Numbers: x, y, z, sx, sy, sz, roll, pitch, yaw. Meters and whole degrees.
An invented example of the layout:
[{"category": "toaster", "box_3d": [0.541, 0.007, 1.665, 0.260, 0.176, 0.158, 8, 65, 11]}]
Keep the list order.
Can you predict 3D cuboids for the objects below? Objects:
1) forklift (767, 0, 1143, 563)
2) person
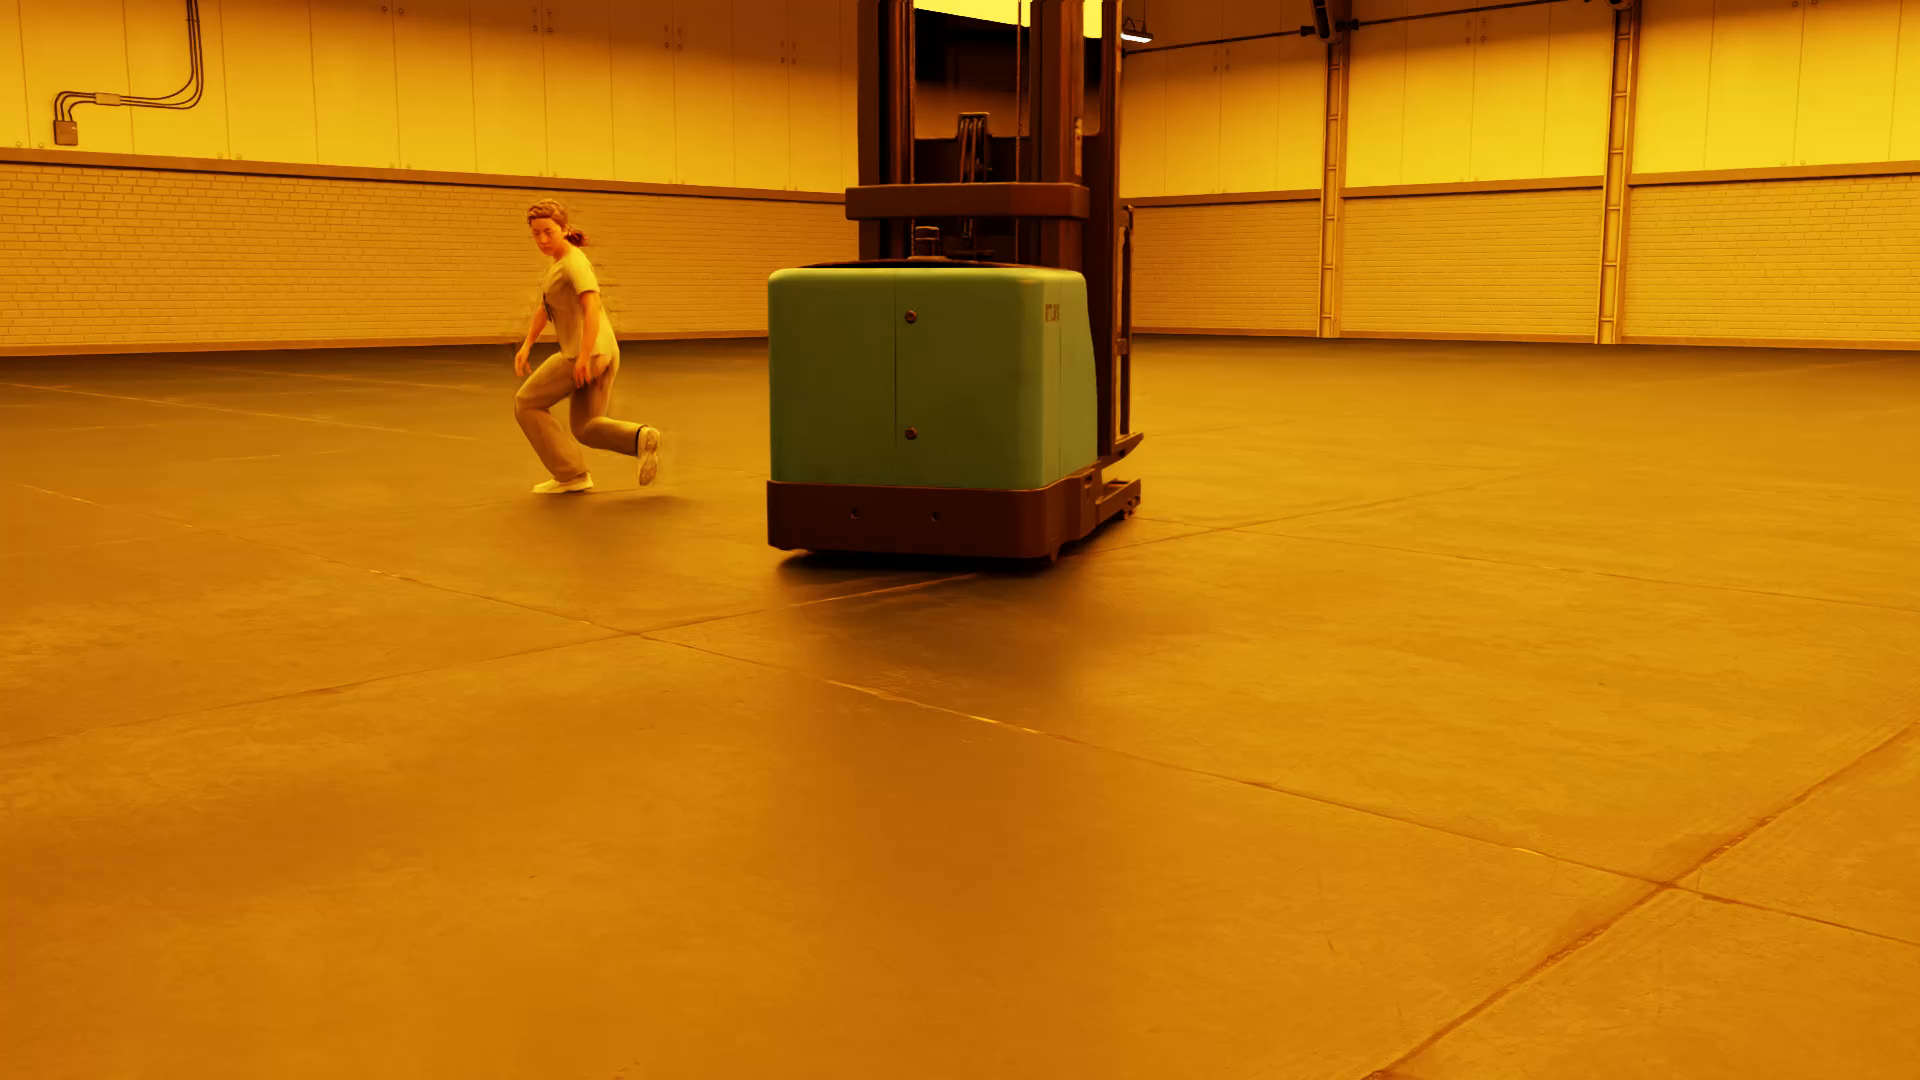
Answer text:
[{"category": "forklift", "box_3d": [0.189, -1.547, 7.151, 1.130, 2.935, 3.031, 2, 9, 16]}, {"category": "person", "box_3d": [-1.864, -0.934, 8.185, 0.776, 1.459, 0.569, 1, 9, 8]}]
